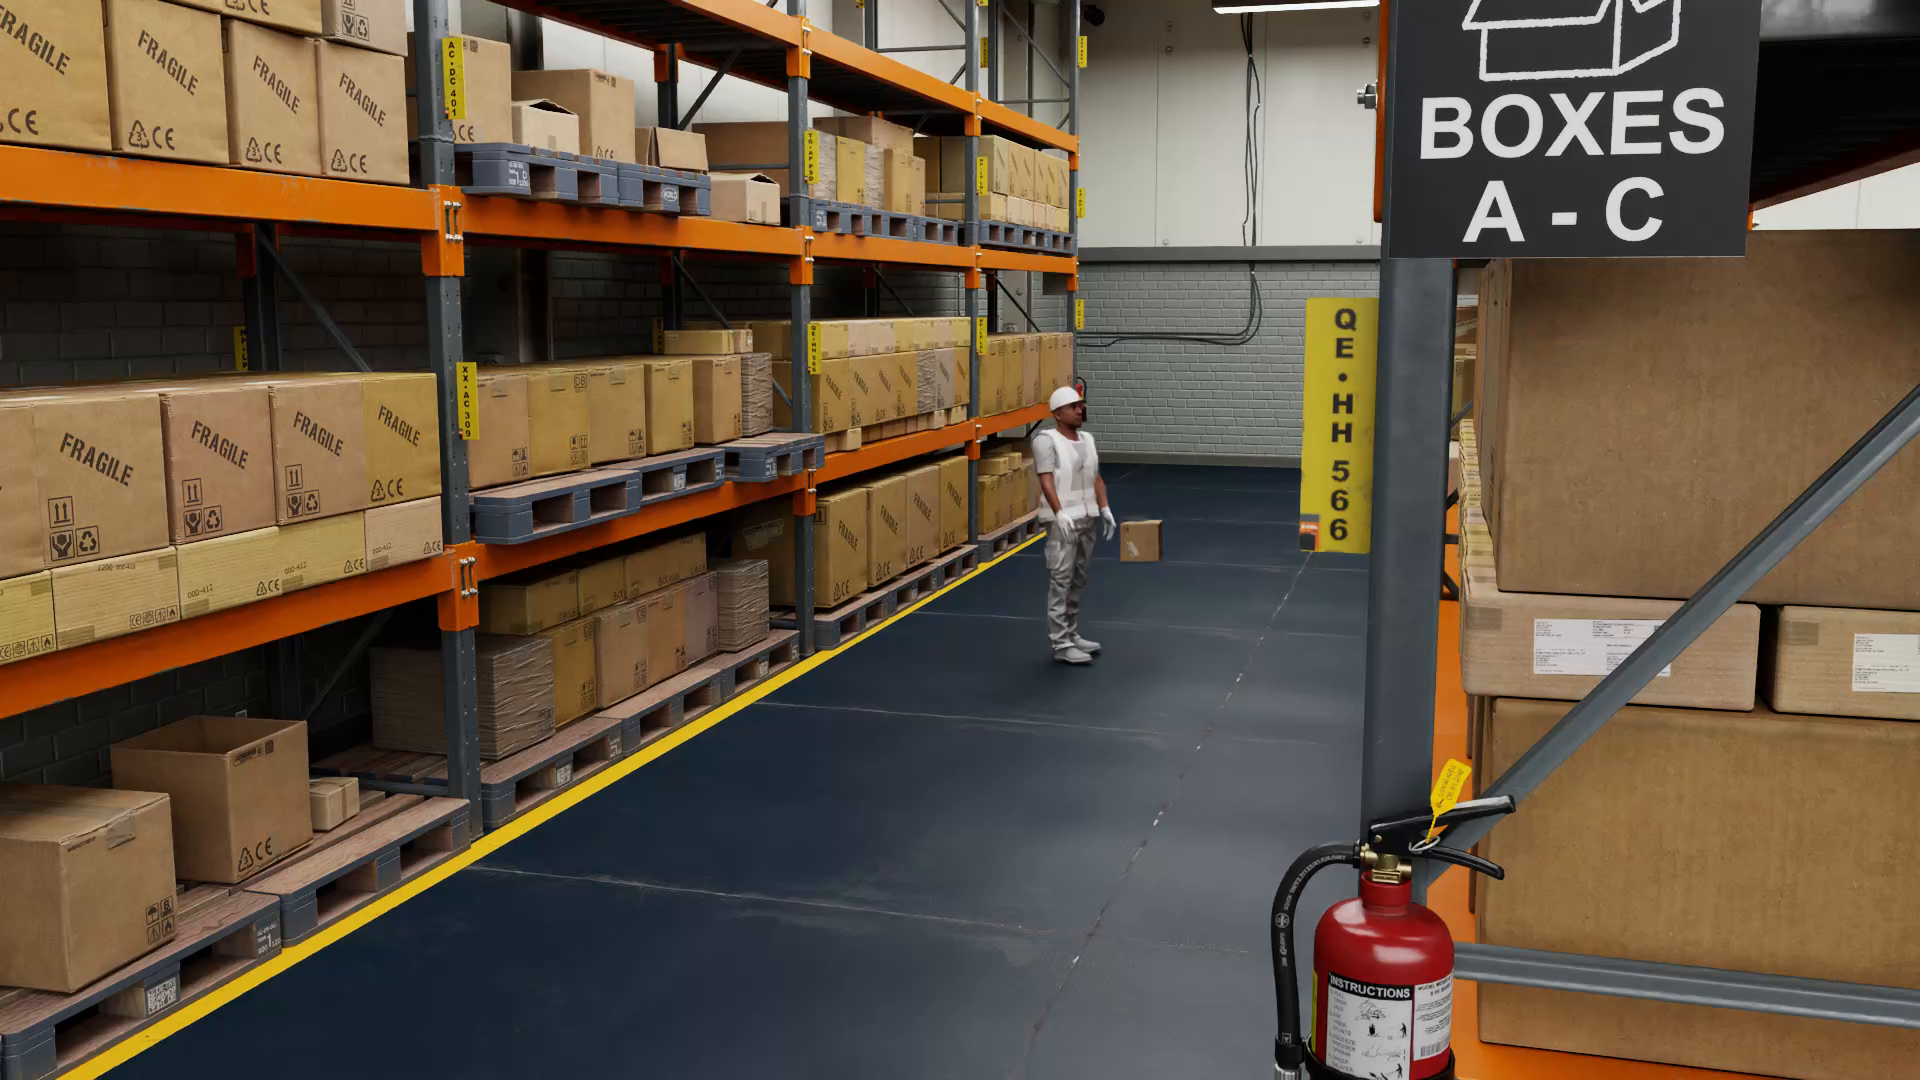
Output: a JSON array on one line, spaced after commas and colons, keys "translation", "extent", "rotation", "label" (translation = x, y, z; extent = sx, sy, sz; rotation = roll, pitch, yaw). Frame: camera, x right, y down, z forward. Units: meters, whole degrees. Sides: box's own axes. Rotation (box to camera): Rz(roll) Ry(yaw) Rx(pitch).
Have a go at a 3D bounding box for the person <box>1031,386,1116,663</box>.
[{"translation": [0.790, -0.113, 10.985], "extent": [0.563, 1.787, 0.559], "rotation": [-8, 11, -43], "label": "person"}]
